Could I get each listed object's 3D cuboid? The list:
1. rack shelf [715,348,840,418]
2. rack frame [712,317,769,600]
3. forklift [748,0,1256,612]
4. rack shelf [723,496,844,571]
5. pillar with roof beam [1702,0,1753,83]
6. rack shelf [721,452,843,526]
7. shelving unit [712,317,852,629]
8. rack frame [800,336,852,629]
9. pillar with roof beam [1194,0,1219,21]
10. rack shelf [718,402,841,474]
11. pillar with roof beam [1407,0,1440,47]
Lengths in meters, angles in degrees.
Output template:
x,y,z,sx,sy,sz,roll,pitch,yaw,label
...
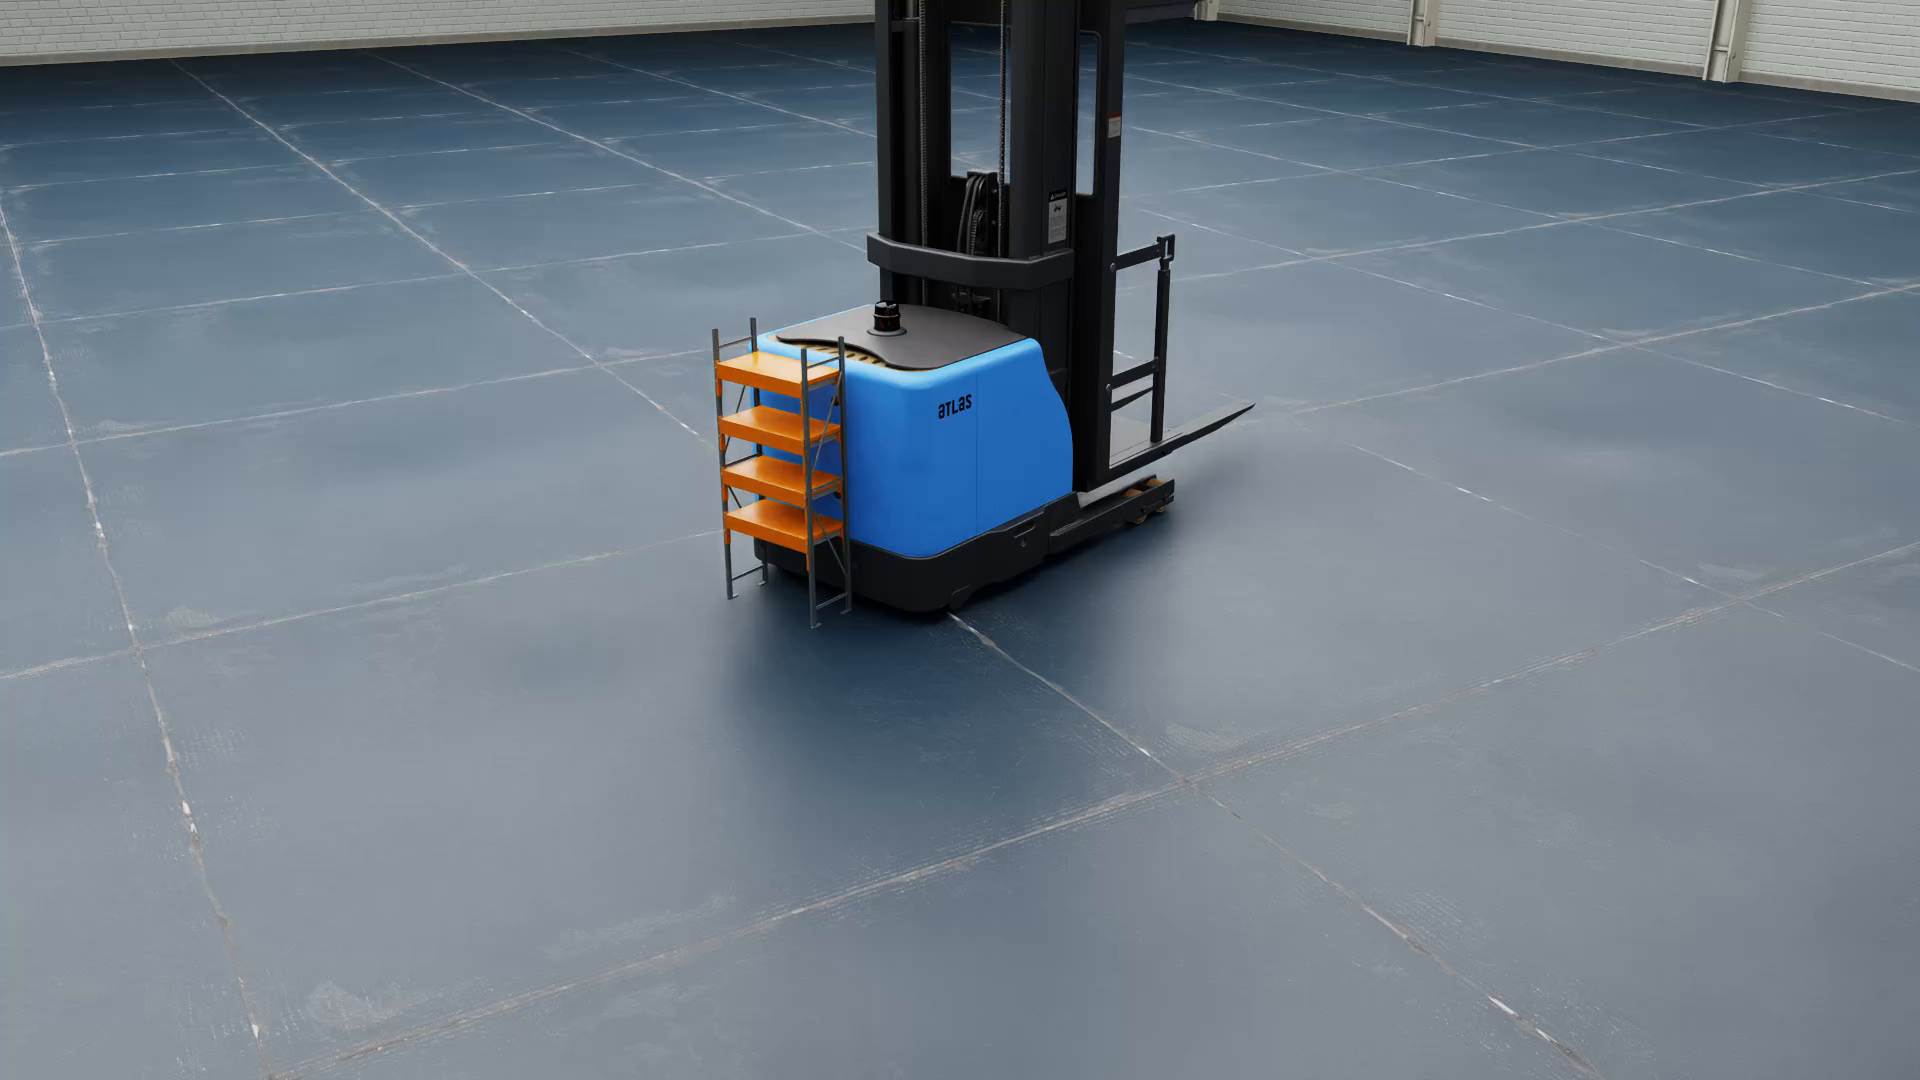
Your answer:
x,y,z,sx,sy,sz,roll,pitch,yaw,label
-0.733,-0.643,6.755,0.480,0.148,0.258,16,27,35,rack shelf
-0.926,-0.335,7.042,0.015,1.200,0.240,16,27,35,rack frame
0.398,-1.541,7.711,1.130,2.935,3.031,17,28,36,forklift
-0.733,-0.032,7.004,0.480,0.148,0.258,16,27,35,rack shelf
7.452,-10.077,20.652,9.100,9.000,0.400,-13,25,-28,pillar with roof beam
-0.733,-0.216,6.929,0.480,0.148,0.258,16,27,35,rack shelf
-0.733,-0.279,6.903,0.503,1.200,0.258,16,27,35,shelving unit
-0.541,-0.222,6.765,0.015,1.200,0.240,16,27,35,rack frame
1.322,-13.961,30.209,9.100,9.000,0.400,-13,25,-28,pillar with roof beam
-0.733,-0.423,6.845,0.480,0.148,0.258,16,27,35,rack shelf
4.387,-12.019,25.431,9.100,9.000,0.400,-13,25,-28,pillar with roof beam
